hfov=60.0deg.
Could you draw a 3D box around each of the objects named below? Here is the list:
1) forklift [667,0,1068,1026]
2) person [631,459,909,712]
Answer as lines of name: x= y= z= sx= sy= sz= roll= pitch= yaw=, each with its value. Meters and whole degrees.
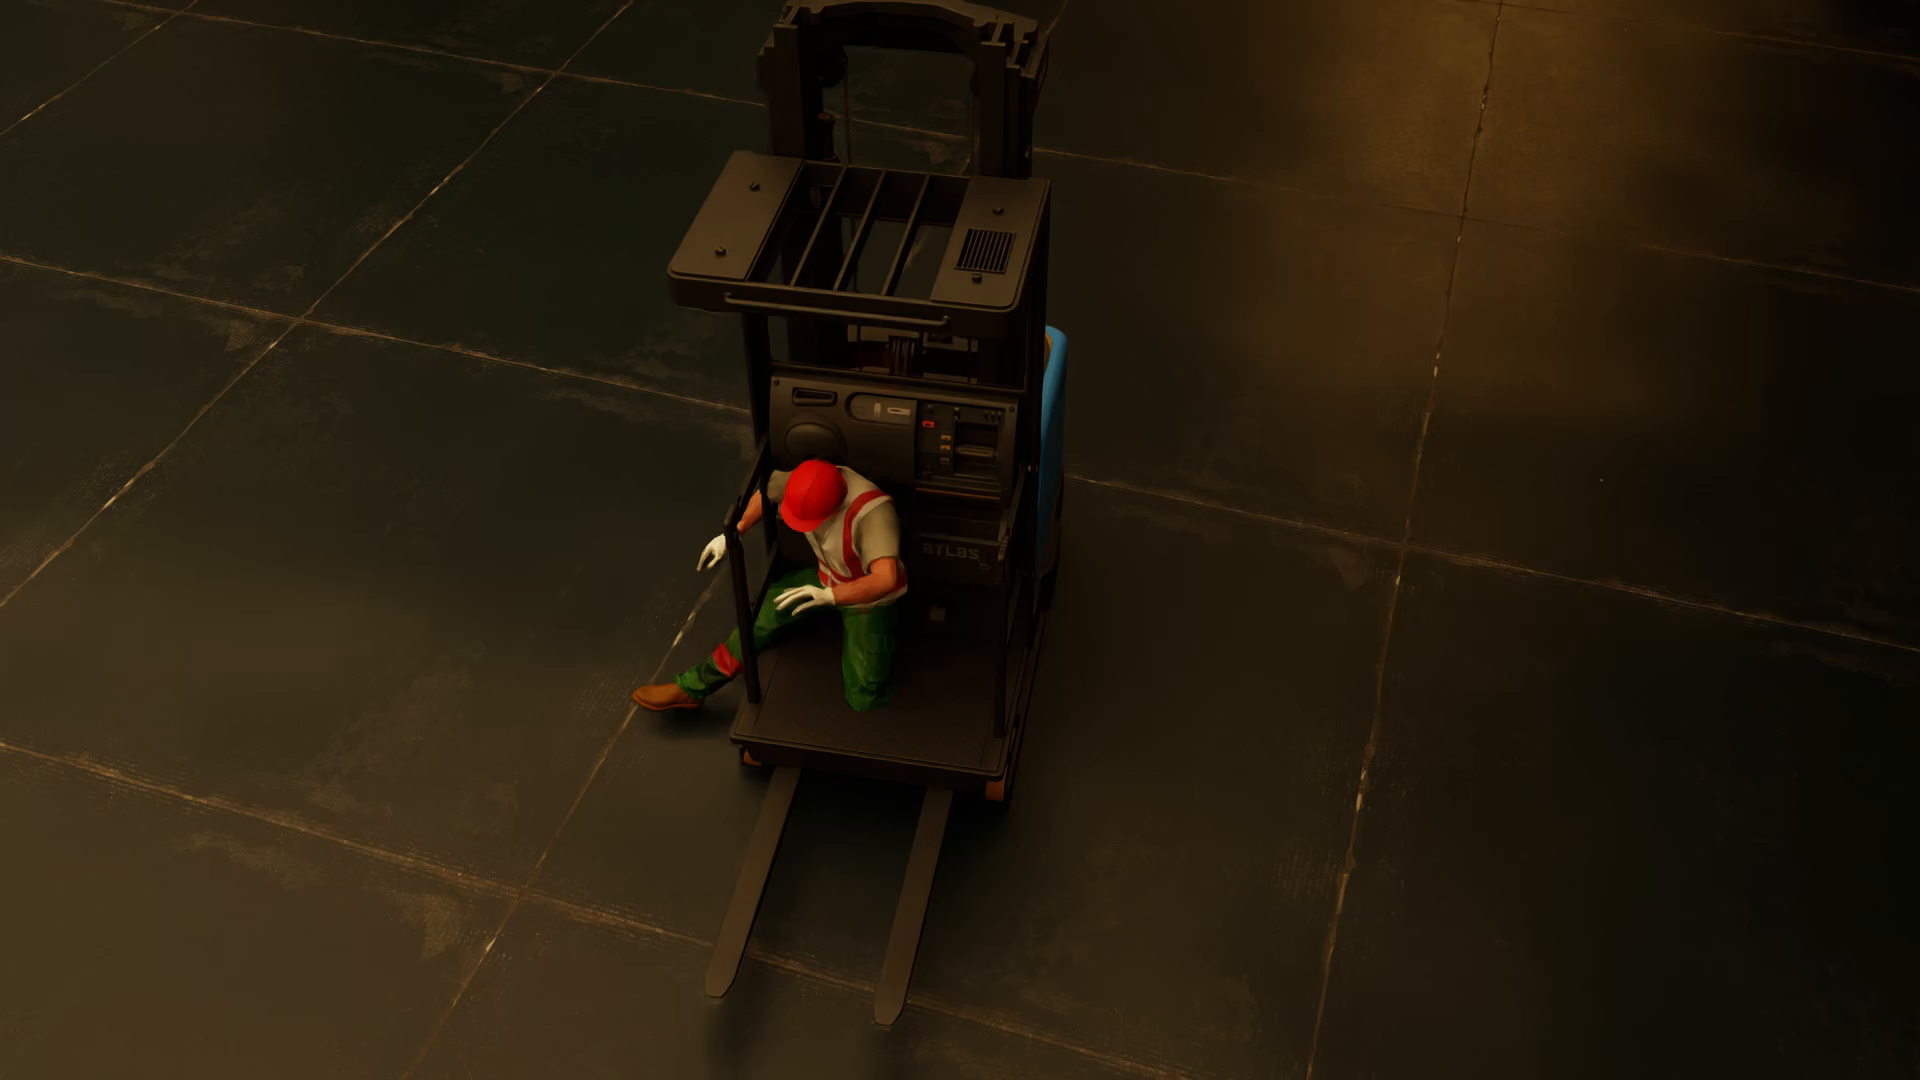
forklift: x=-0.287 y=-0.294 z=6.005 sx=1.130 sy=2.935 sz=3.031 roll=7 pitch=43 yaw=8
person: x=-0.666 y=0.272 z=6.482 sx=1.024 sy=1.460 sz=1.042 roll=-29 pitch=50 yaw=-27
